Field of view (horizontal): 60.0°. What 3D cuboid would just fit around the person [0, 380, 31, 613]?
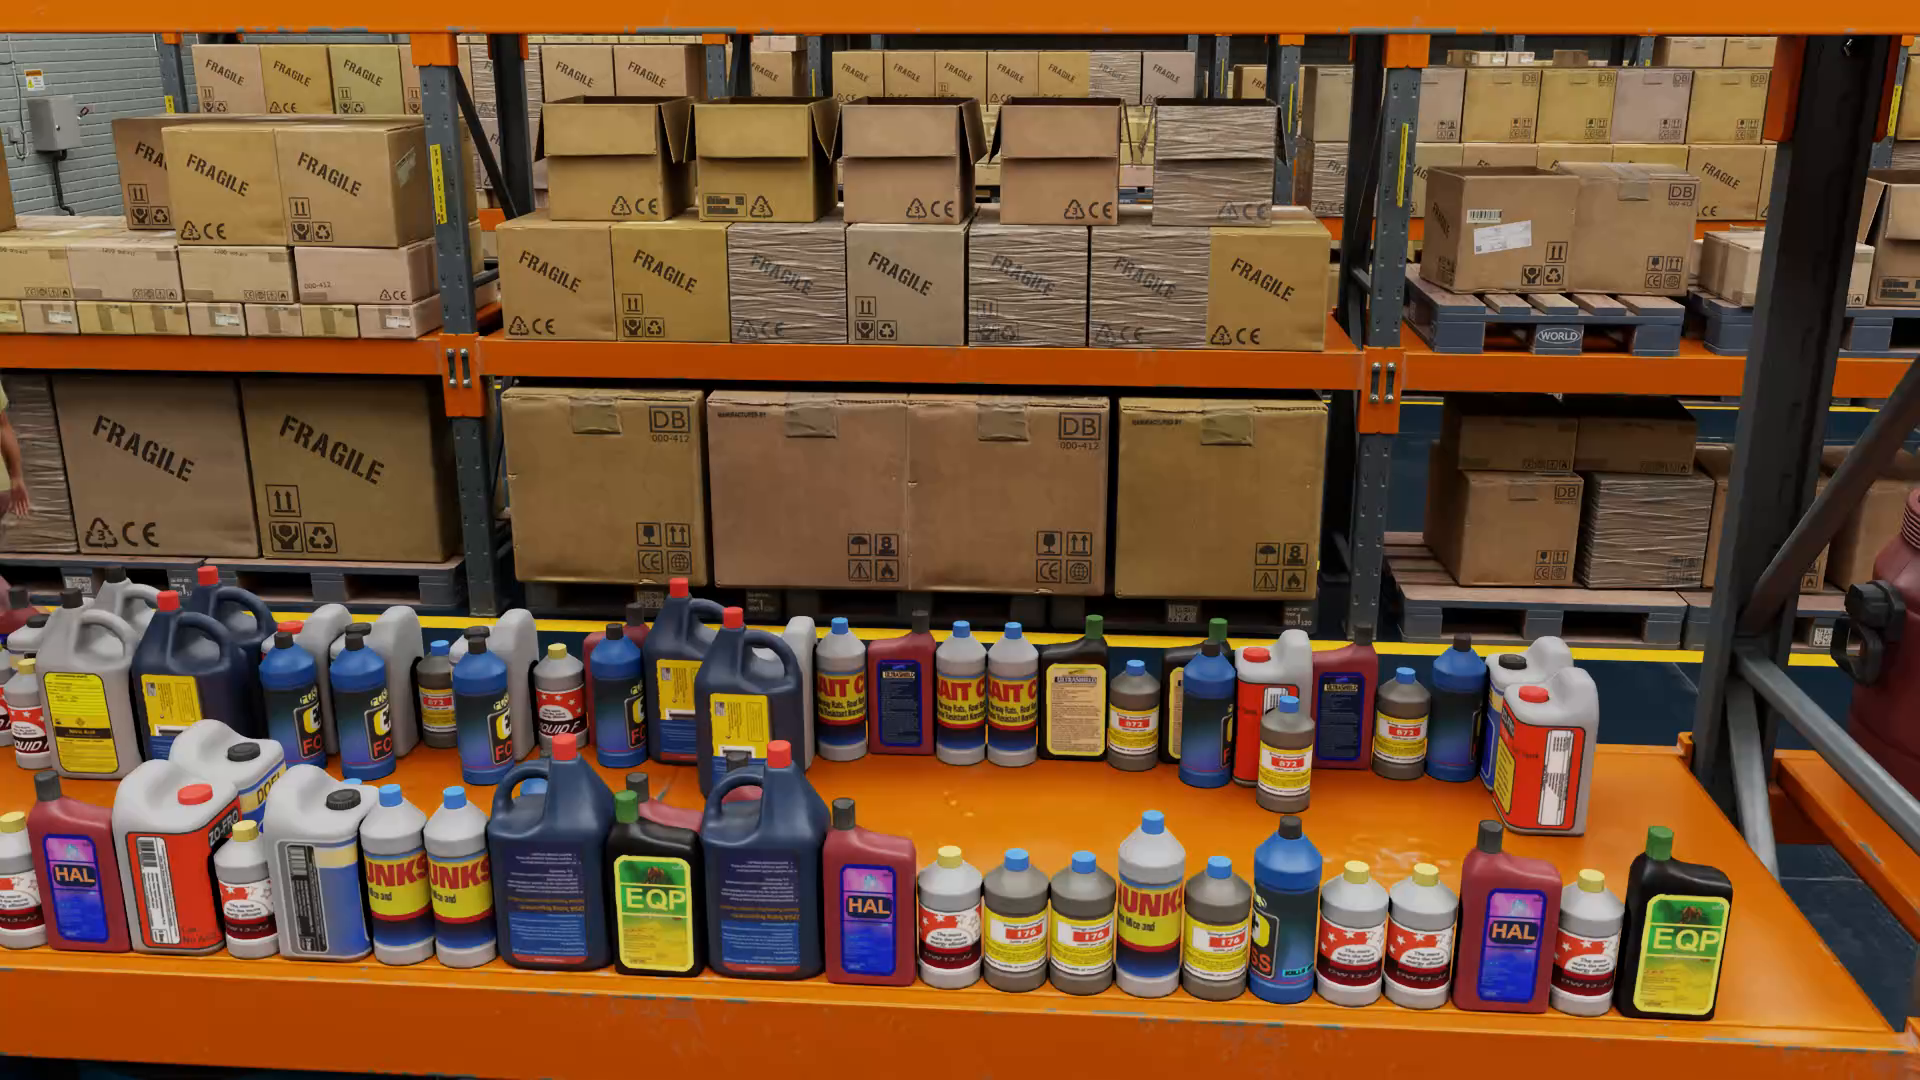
[{"bbox_3d":[-3.856,-0.150,6.446,0.469,1.665,0.501,2,18,7],"label":"person"}]
